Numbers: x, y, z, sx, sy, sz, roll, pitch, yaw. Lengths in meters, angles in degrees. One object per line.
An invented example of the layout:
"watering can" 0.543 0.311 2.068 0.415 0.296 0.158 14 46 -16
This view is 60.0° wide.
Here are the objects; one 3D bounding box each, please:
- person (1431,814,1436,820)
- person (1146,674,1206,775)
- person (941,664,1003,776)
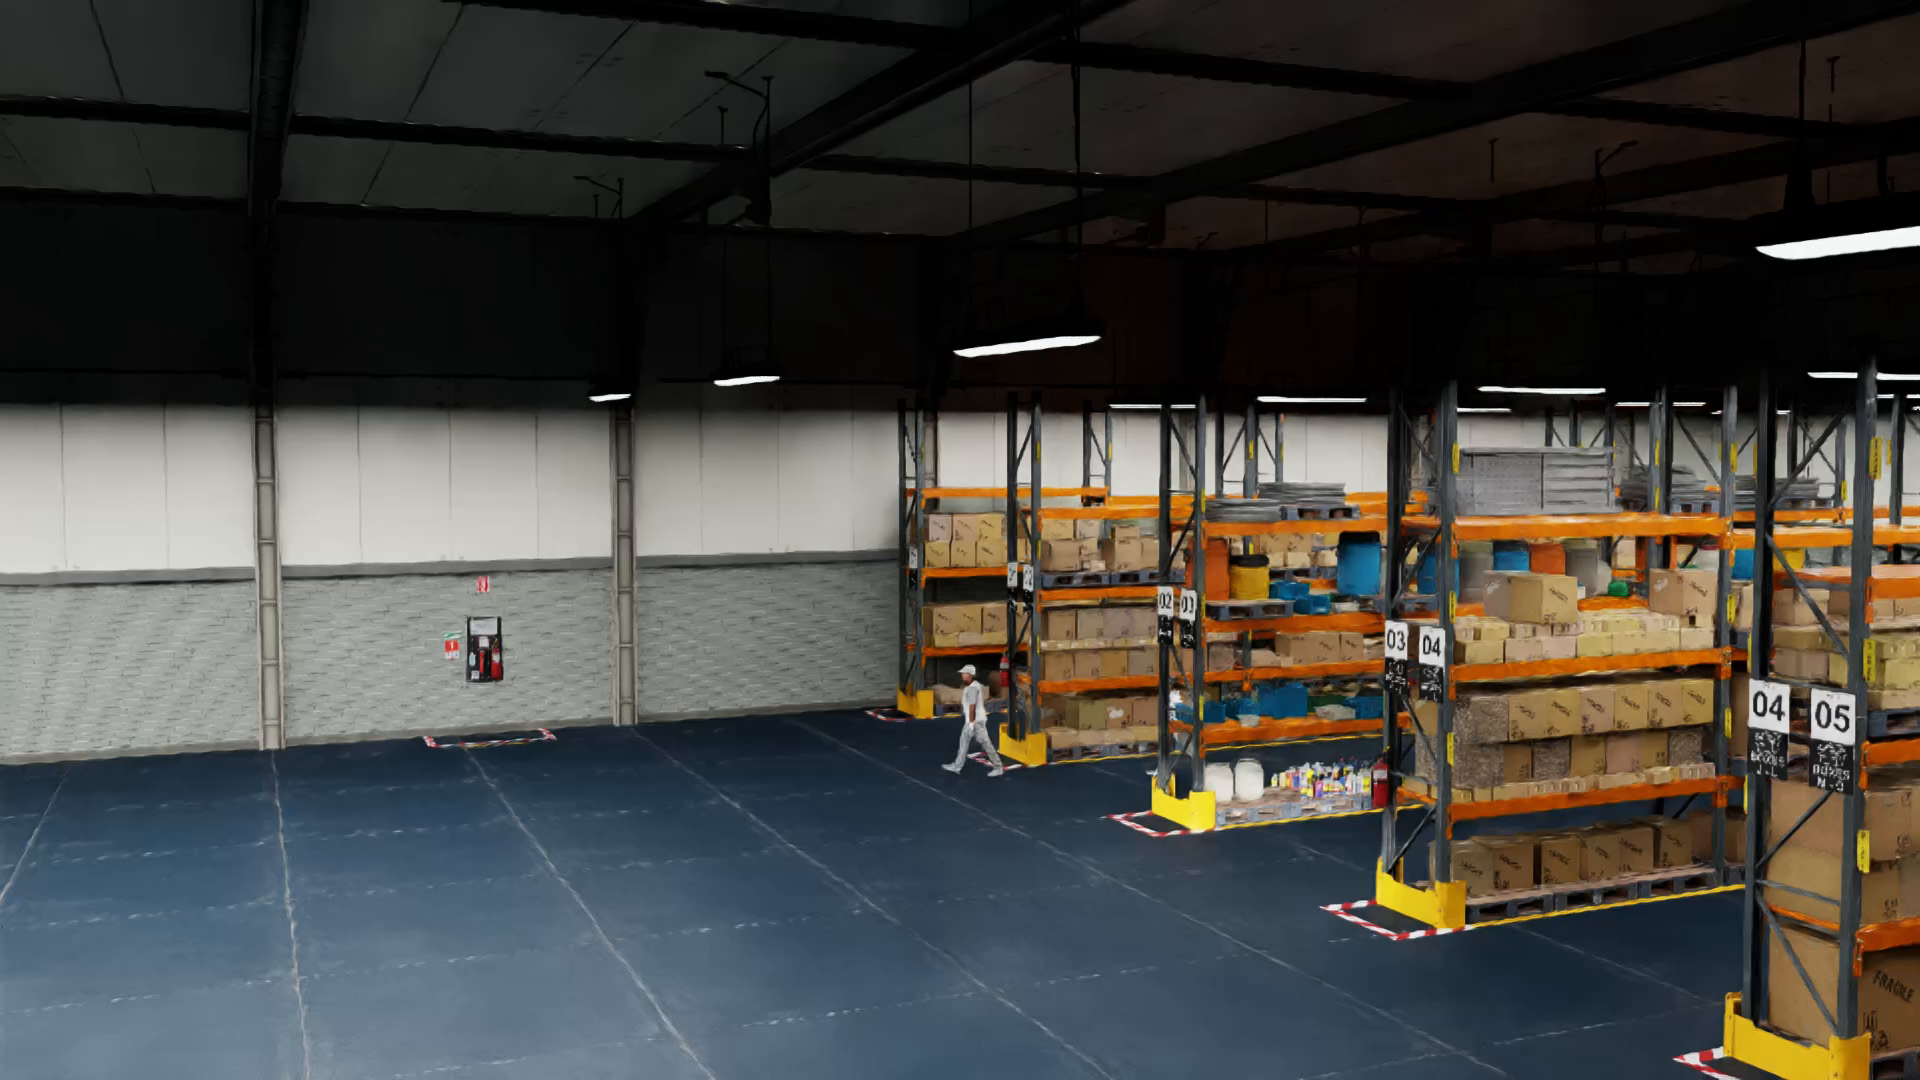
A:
"person" 6.506 3.038 22.429 0.800 1.610 0.626 -3 5 -43
"person" 3.353 2.857 25.556 0.938 1.614 0.521 0 3 -2
"person" 0.187 2.787 25.767 0.963 1.739 0.610 0 3 0
